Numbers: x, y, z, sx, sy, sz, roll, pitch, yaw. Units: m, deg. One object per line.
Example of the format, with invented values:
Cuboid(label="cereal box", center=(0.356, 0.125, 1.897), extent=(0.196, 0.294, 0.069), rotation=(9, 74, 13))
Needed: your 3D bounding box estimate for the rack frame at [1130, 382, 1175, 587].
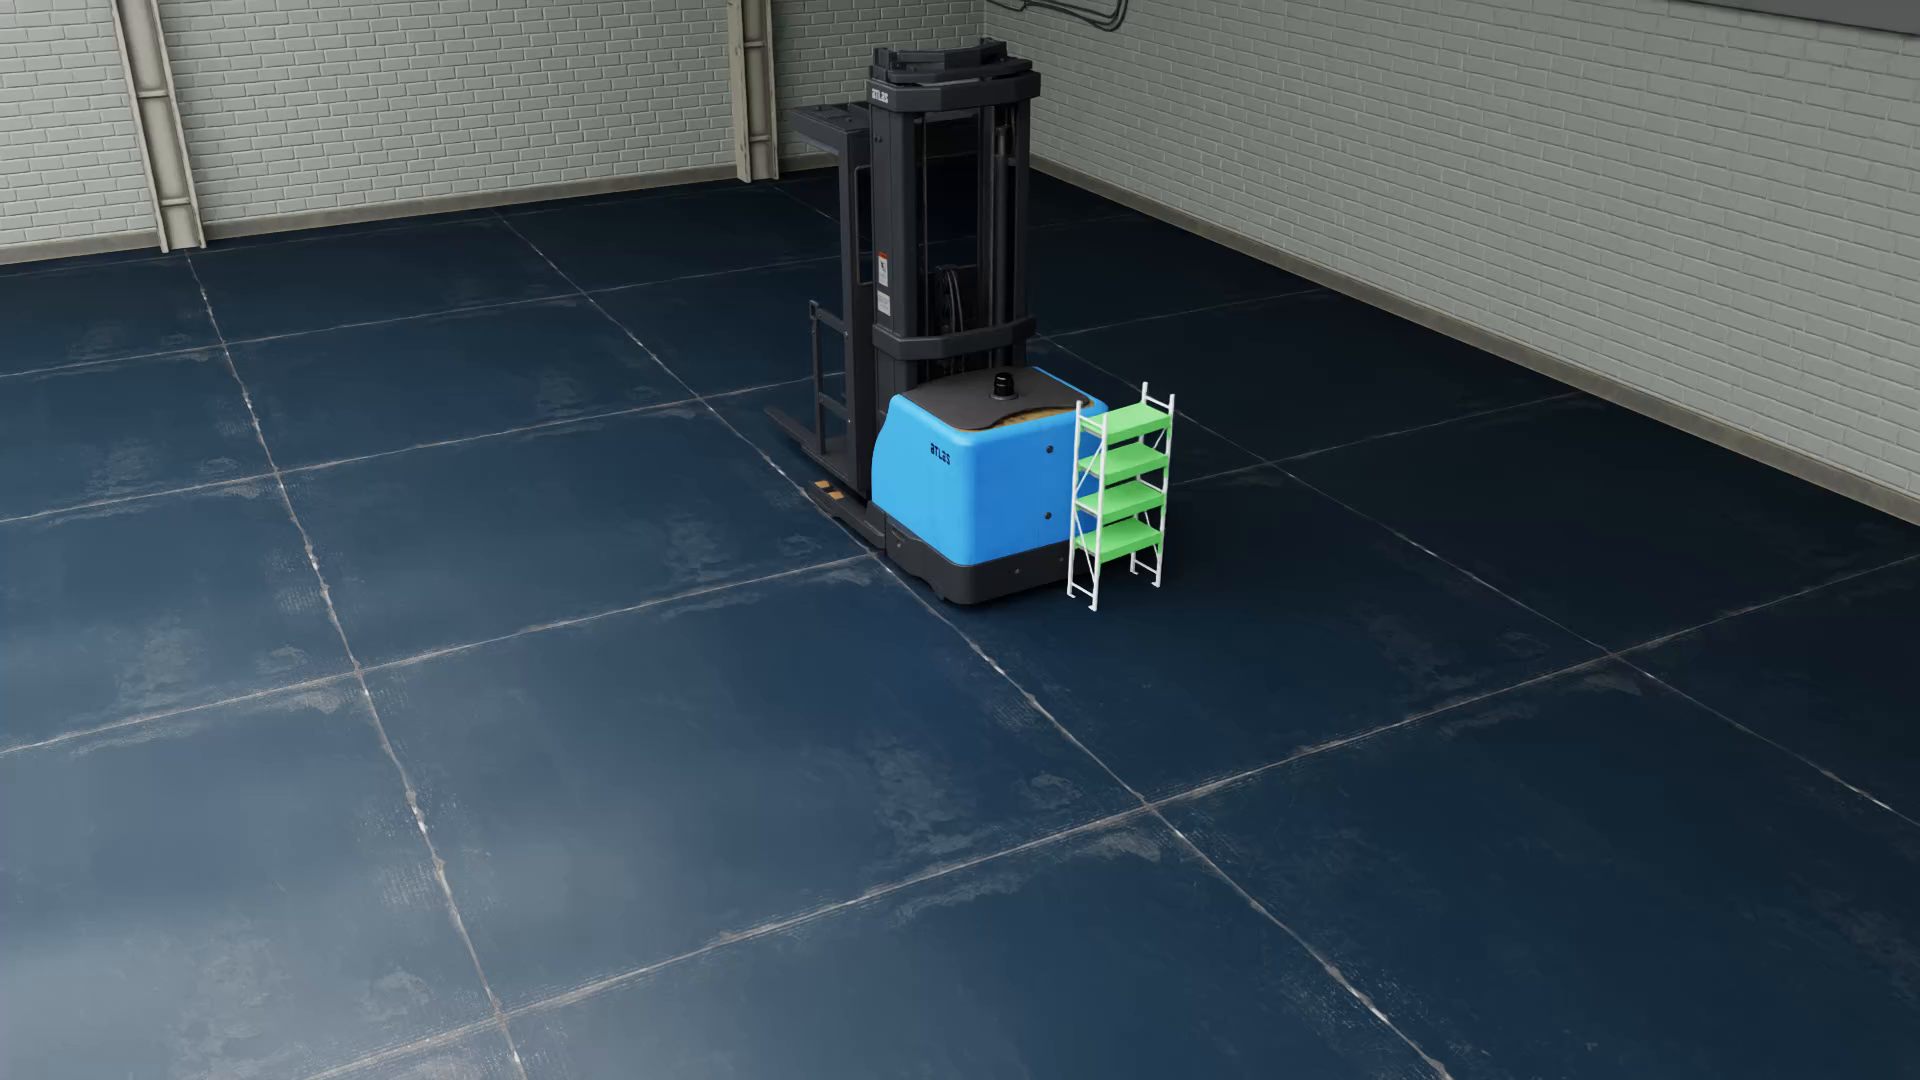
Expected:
Cuboid(label="rack frame", center=(1.094, -0.306, 9.493), extent=(0.015, 1.200, 0.240), rotation=(-18, 32, -33))

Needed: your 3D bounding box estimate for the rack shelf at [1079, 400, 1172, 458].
Cuboid(label="rack shelf", center=(0.905, -0.613, 9.172), extent=(0.480, 0.148, 0.258), rotation=(-18, 32, -33))

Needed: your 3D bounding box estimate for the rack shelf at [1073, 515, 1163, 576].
Cuboid(label="rack shelf", center=(0.895, 0.029, 9.497), extent=(0.480, 0.148, 0.258), rotation=(-18, 32, -33))

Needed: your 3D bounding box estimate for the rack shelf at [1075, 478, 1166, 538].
Cuboid(label="rack shelf", center=(0.898, -0.185, 9.389), extent=(0.480, 0.148, 0.258), rotation=(-18, 32, -33))

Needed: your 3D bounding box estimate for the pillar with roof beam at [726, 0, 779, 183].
Cuboid(label="pillar with roof beam", center=(-0.253, -6.498, 13.387), extent=(0.400, 9.000, 9.100), rotation=(-13, 29, -25))

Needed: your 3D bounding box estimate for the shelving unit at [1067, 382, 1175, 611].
Cuboid(label="shelving unit", center=(0.899, -0.242, 9.360), extent=(0.503, 1.200, 0.258), rotation=(-18, 32, -33))

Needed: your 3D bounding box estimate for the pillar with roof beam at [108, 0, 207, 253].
Cuboid(label="pillar with roof beam", center=(-5.547, -5.276, 10.842), extent=(0.400, 9.000, 9.100), rotation=(-13, 29, -25))

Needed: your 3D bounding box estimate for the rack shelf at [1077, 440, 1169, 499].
Cuboid(label="rack shelf", center=(0.902, -0.399, 9.281), extent=(0.480, 0.148, 0.258), rotation=(-18, 32, -33))

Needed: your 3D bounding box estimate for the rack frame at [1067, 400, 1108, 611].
Cuboid(label="rack frame", center=(0.705, -0.178, 9.227), extent=(0.015, 1.200, 0.240), rotation=(-18, 32, -33))

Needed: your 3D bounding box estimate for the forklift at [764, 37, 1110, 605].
Cuboid(label="forklift", center=(-0.320, -1.556, 10.104), extent=(1.130, 2.935, 3.031), rotation=(-14, 29, -27))

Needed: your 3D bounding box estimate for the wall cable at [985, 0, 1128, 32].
Cuboid(label="wall cable", center=(0.943, -6.837, 17.681), extent=(0.112, 2.526, 3.097), rotation=(-13, 29, -25))
